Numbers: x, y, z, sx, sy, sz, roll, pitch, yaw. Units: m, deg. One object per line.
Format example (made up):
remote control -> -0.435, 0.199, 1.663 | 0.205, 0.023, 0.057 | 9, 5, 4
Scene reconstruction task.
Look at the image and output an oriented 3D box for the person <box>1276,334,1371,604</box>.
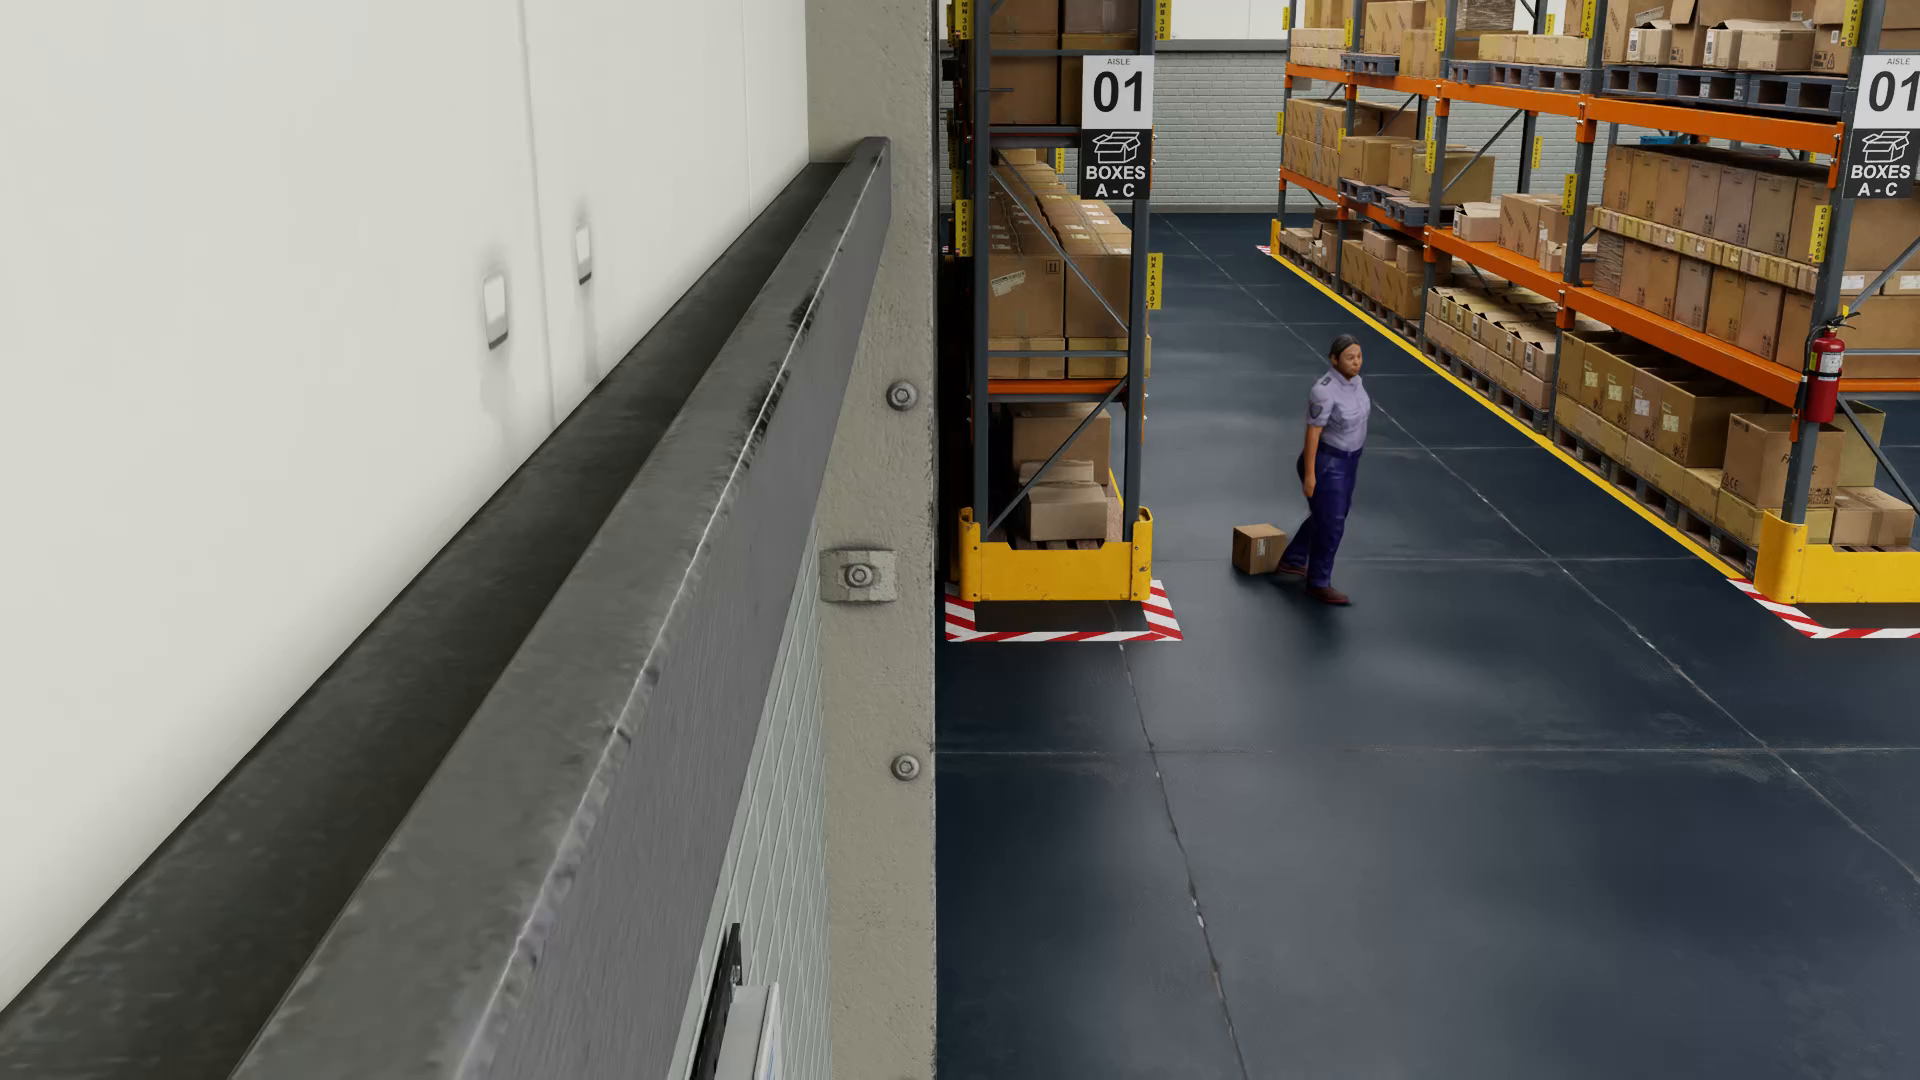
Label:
person -> 2.181, -0.459, 10.055 | 0.554, 1.632, 0.549 | 12, 21, 34
